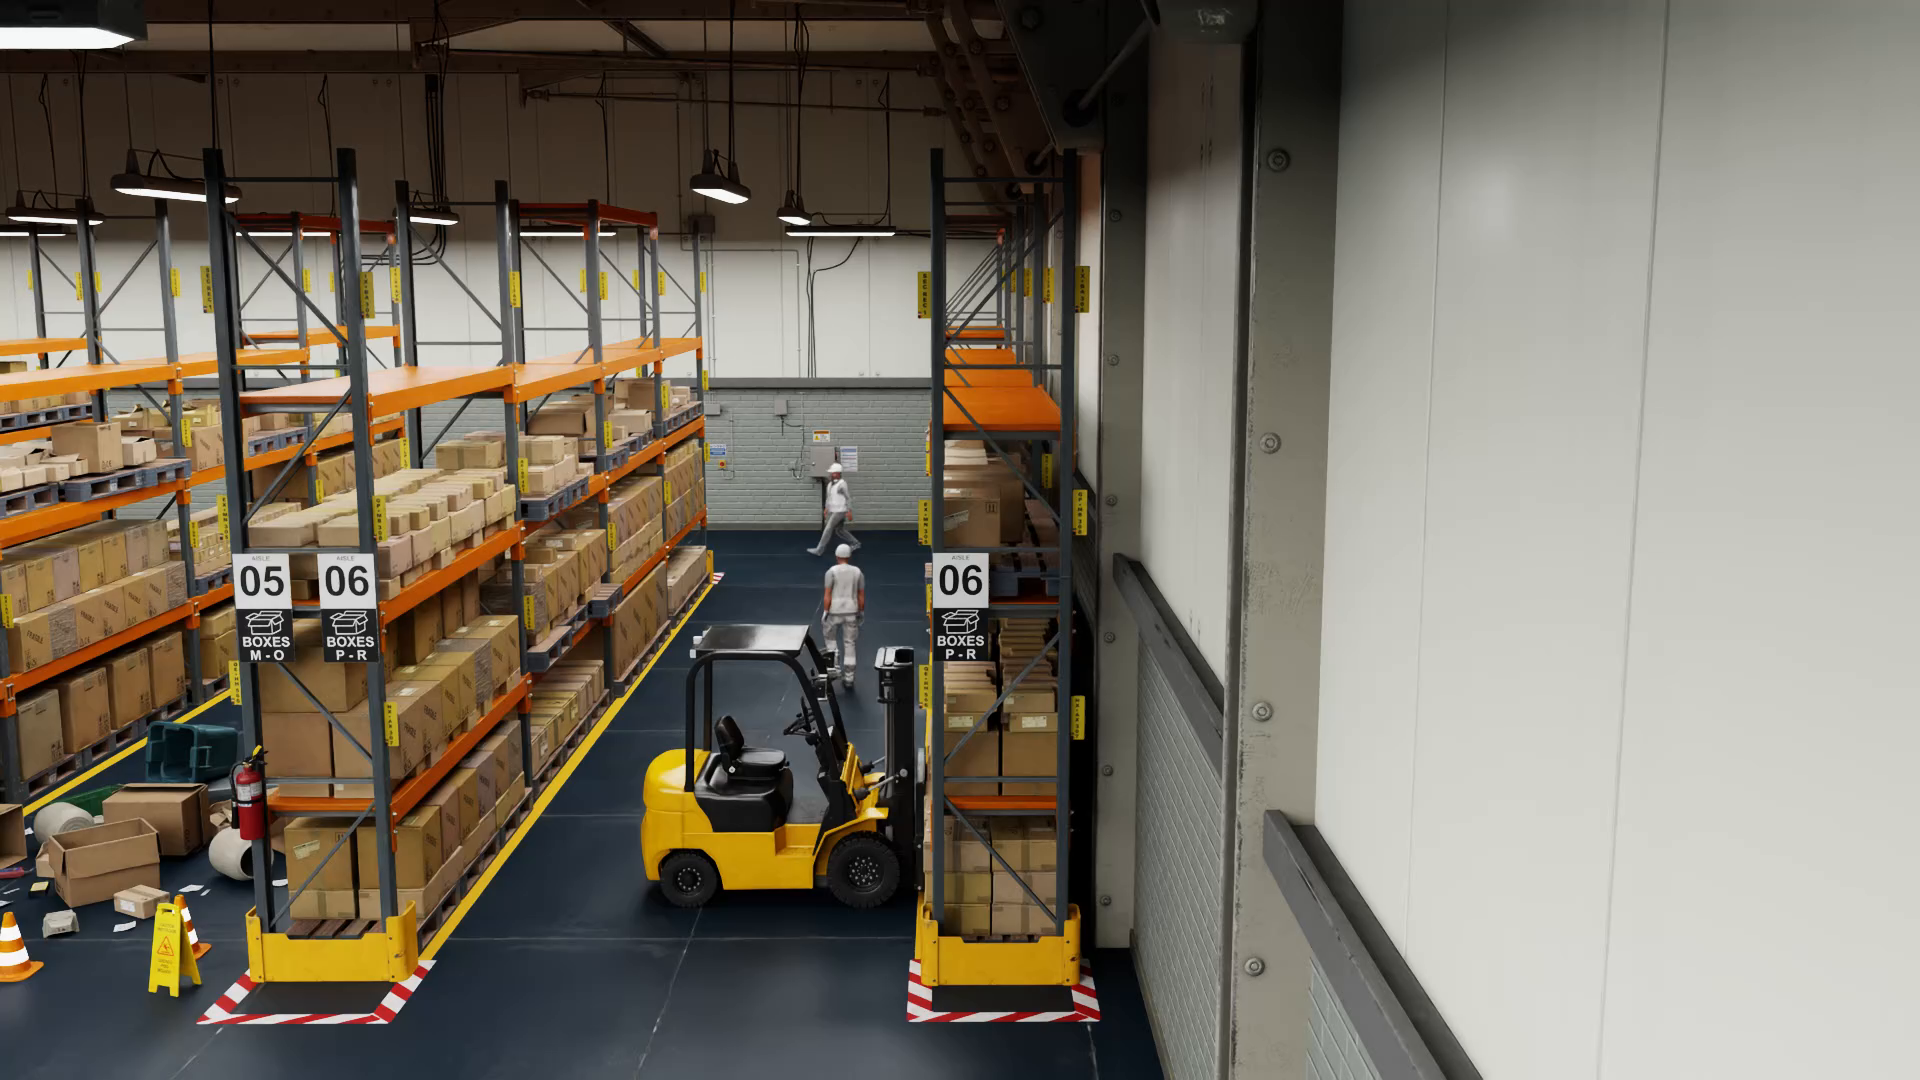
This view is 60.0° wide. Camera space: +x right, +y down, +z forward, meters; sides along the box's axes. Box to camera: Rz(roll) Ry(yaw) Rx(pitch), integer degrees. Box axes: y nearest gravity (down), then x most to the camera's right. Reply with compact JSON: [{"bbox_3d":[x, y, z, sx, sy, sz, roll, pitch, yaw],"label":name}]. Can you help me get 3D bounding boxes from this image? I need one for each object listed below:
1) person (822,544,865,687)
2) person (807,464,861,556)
[{"bbox_3d":[-1.472,0.945,20.944,0.593,1.779,0.536,-3,10,-20],"label":"person"},{"bbox_3d":[-2.324,-0.563,30.607,1.109,1.695,0.516,-4,10,-26],"label":"person"}]
